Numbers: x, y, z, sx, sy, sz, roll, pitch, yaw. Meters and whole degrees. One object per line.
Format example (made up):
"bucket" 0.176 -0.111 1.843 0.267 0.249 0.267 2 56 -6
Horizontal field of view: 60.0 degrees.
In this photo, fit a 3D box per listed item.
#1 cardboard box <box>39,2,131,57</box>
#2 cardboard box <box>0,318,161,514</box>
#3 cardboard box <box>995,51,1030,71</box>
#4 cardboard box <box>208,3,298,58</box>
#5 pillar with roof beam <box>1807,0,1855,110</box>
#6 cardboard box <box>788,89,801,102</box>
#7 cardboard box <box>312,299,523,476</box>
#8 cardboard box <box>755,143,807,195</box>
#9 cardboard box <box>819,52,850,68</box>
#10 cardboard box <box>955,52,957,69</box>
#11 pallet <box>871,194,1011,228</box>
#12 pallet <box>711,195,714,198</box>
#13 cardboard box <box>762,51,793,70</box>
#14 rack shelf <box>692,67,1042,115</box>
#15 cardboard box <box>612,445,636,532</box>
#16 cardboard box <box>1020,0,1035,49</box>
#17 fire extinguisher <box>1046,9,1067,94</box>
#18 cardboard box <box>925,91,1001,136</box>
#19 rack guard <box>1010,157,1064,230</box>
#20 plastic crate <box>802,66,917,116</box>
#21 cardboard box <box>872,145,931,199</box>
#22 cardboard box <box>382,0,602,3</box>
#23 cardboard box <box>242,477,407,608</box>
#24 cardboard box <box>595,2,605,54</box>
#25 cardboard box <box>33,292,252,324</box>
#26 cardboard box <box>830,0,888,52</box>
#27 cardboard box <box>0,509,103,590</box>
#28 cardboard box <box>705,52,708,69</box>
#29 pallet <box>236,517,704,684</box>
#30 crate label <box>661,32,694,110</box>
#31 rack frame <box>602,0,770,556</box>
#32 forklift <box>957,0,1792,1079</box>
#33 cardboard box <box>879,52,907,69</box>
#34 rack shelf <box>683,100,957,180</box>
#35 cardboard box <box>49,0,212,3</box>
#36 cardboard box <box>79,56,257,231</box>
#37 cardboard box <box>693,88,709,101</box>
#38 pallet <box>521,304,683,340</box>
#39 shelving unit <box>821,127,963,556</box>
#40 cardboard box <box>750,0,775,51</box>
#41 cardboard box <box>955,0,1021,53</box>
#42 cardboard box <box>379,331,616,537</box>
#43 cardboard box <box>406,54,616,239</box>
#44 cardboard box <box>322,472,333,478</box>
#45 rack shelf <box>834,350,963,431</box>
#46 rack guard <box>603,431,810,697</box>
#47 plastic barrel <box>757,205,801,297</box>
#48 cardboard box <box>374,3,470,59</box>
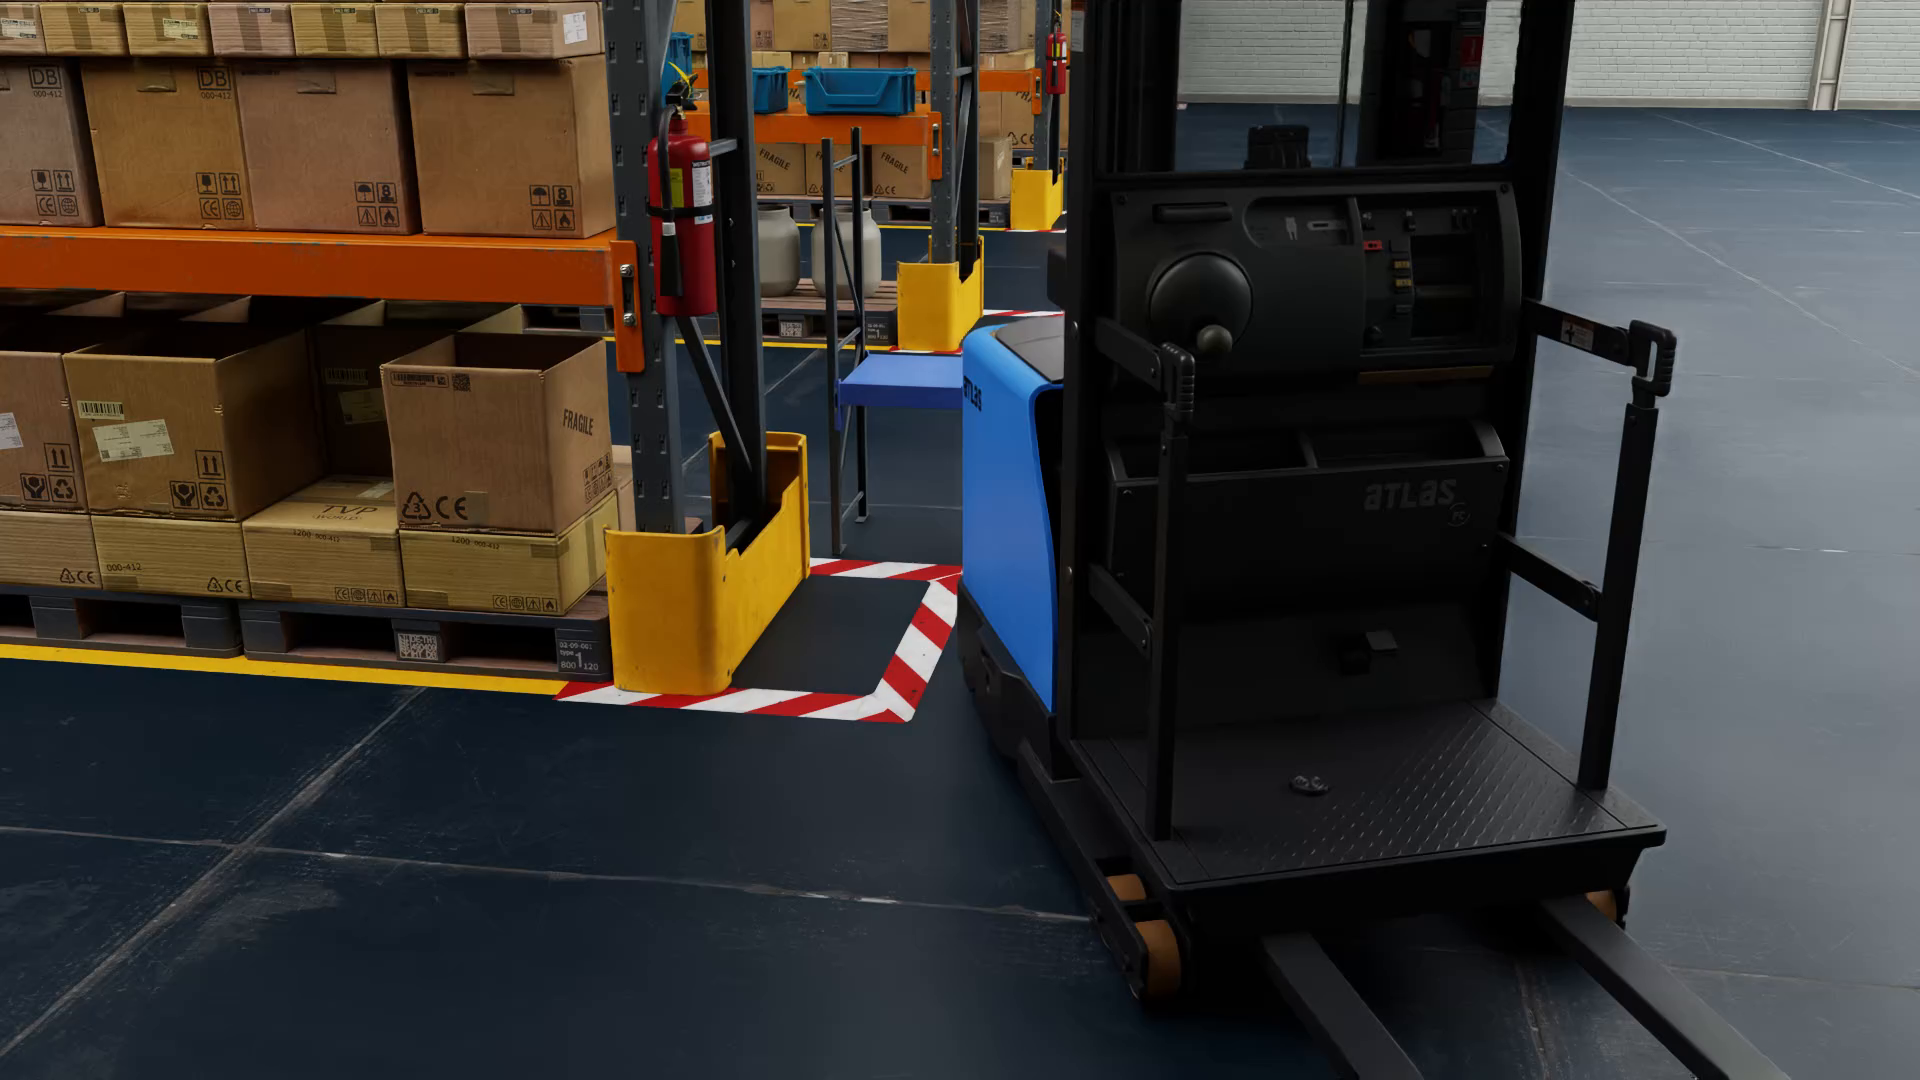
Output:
"cardboard box" -2.498 -1.529 4.964 0.250 0.149 0.380 3 19 10
"cardboard box" -2.872 -0.405 5.276 0.500 0.500 0.500 3 19 9
"cardboard box" 0.448 -4.083 14.175 0.250 0.149 0.380 3 19 9
"cardboard box" -1.979 -1.503 4.887 0.250 0.149 0.380 3 19 9
"pillar with roof beam" 13.739 -10.122 22.373 0.400 9.000 9.100 3 19 9
"cardboard box" -1.690 -5.141 19.626 0.875 0.875 0.875 3 19 9
"cardboard box" -1.801 -0.521 5.624 0.500 0.500 0.500 3 19 9
"cardboard box" -1.606 -3.402 15.021 0.500 0.500 0.500 1 19 4
"cardboard box" -1.049 -4.126 14.302 0.250 0.149 0.380 3 19 9
"cardboard box" -0.053 -4.092 14.202 0.250 0.149 0.380 3 19 9
"pallet" -0.109 -2.986 14.895 1.213 0.211 1.003 3 19 9
"pallet" -2.518 -3.109 15.262 1.213 0.211 1.003 3 19 9
"cardboard box" -1.539 -4.158 14.400 0.250 0.149 0.380 3 19 9
"rack shelf" -1.212 -4.012 14.700 4.000 0.370 1.077 3 19 9
"cardboard box" -1.307 -0.141 5.669 0.500 0.250 0.500 3 19 9
"cardboard box" 0.729 -5.898 18.966 0.550 0.550 0.875 3 19 9
"fire extinguisher" 0.803 -4.066 13.849 0.183 0.674 0.296 3 19 9
"cardboard box" 0.100 -5.050 19.355 0.875 0.875 0.875 3 19 8
"rack guard" 0.688 -3.071 14.693 0.348 0.500 1.175 3 19 9
"plastic crate" -0.565 -2.562 9.467 0.616 0.251 0.499 3 19 9
"cardboard box" -0.447 -3.322 14.783 0.500 0.500 0.500 8 20 23
"cardboard box" -1.324 -1.842 4.879 0.500 0.500 0.700 3 19 9
"cardboard box" -1.884 0.000 5.248 0.500 0.250 0.500 3 19 9
"cardboard box" -1.166 -1.591 5.152 0.250 0.149 0.380 3 19 8
"cardboard box" -2.787 -0.573 5.778 0.500 0.500 0.500 3 19 9
"cardboard box" -0.776 -4.504 14.409 0.500 0.500 0.875 3 19 9
"cardboard box" -2.872 -0.051 5.399 0.500 0.250 0.500 3 19 9
"cardboard box" -2.038 -4.174 14.447 0.250 0.149 0.380 3 19 9
"pallet" -1.574 0.148 5.529 1.213 0.211 1.003 3 19 9
"crate label" -1.883 -2.726 9.666 0.616 0.435 0.502 3 19 9
"rack frame" -0.812 -1.149 5.011 0.127 3.000 1.000 3 19 9
"forklift" 0.822 -0.567 3.378 1.130 2.935 3.031 -4 19 -12
"cardboard box" -0.538 -4.135 14.331 0.250 0.149 0.380 3 19 9
"rack shelf" -1.998 -2.460 10.063 4.000 0.370 1.077 3 19 9
"cardboard box" -2.341 -1.892 5.028 0.500 0.500 0.700 3 19 9
"cardboard box" -2.280 -1.276 5.231 0.500 0.500 0.700 3 19 9
"cardboard box" -2.927 -5.138 19.815 0.750 0.750 1.050 3 19 8
"pallet" -2.108 -1.472 10.371 1.213 0.211 1.003 3 19 9
"shelving unit" 0.084 -0.707 6.052 1.048 1.500 0.538 3 19 9
"cardboard box" -1.755 -4.571 14.609 0.500 0.500 0.875 3 19 9
"cardboard box" 0.224 -4.477 14.331 0.500 0.500 0.875 3 19 9
"cardboard box" -1.389 -0.334 5.063 0.500 0.500 0.500 3 19 9
"cardboard box" -1.271 -1.224 5.077 0.500 0.500 0.700 3 19 9
"cardboard box" -2.294 -0.190 5.817 0.500 0.250 0.500 3 19 9
"rack shelf" 0.084 -0.536 6.109 1.000 0.185 0.538 3 19 9
"rack guard" -0.789 0.037 5.404 0.348 0.500 1.175 3 19 9
"plastic barrel" -1.180 -1.755 10.079 0.421 0.512 0.421 0 18 0
"cardboard box" -1.478 -1.477 4.809 0.250 0.149 0.380 3 19 10
